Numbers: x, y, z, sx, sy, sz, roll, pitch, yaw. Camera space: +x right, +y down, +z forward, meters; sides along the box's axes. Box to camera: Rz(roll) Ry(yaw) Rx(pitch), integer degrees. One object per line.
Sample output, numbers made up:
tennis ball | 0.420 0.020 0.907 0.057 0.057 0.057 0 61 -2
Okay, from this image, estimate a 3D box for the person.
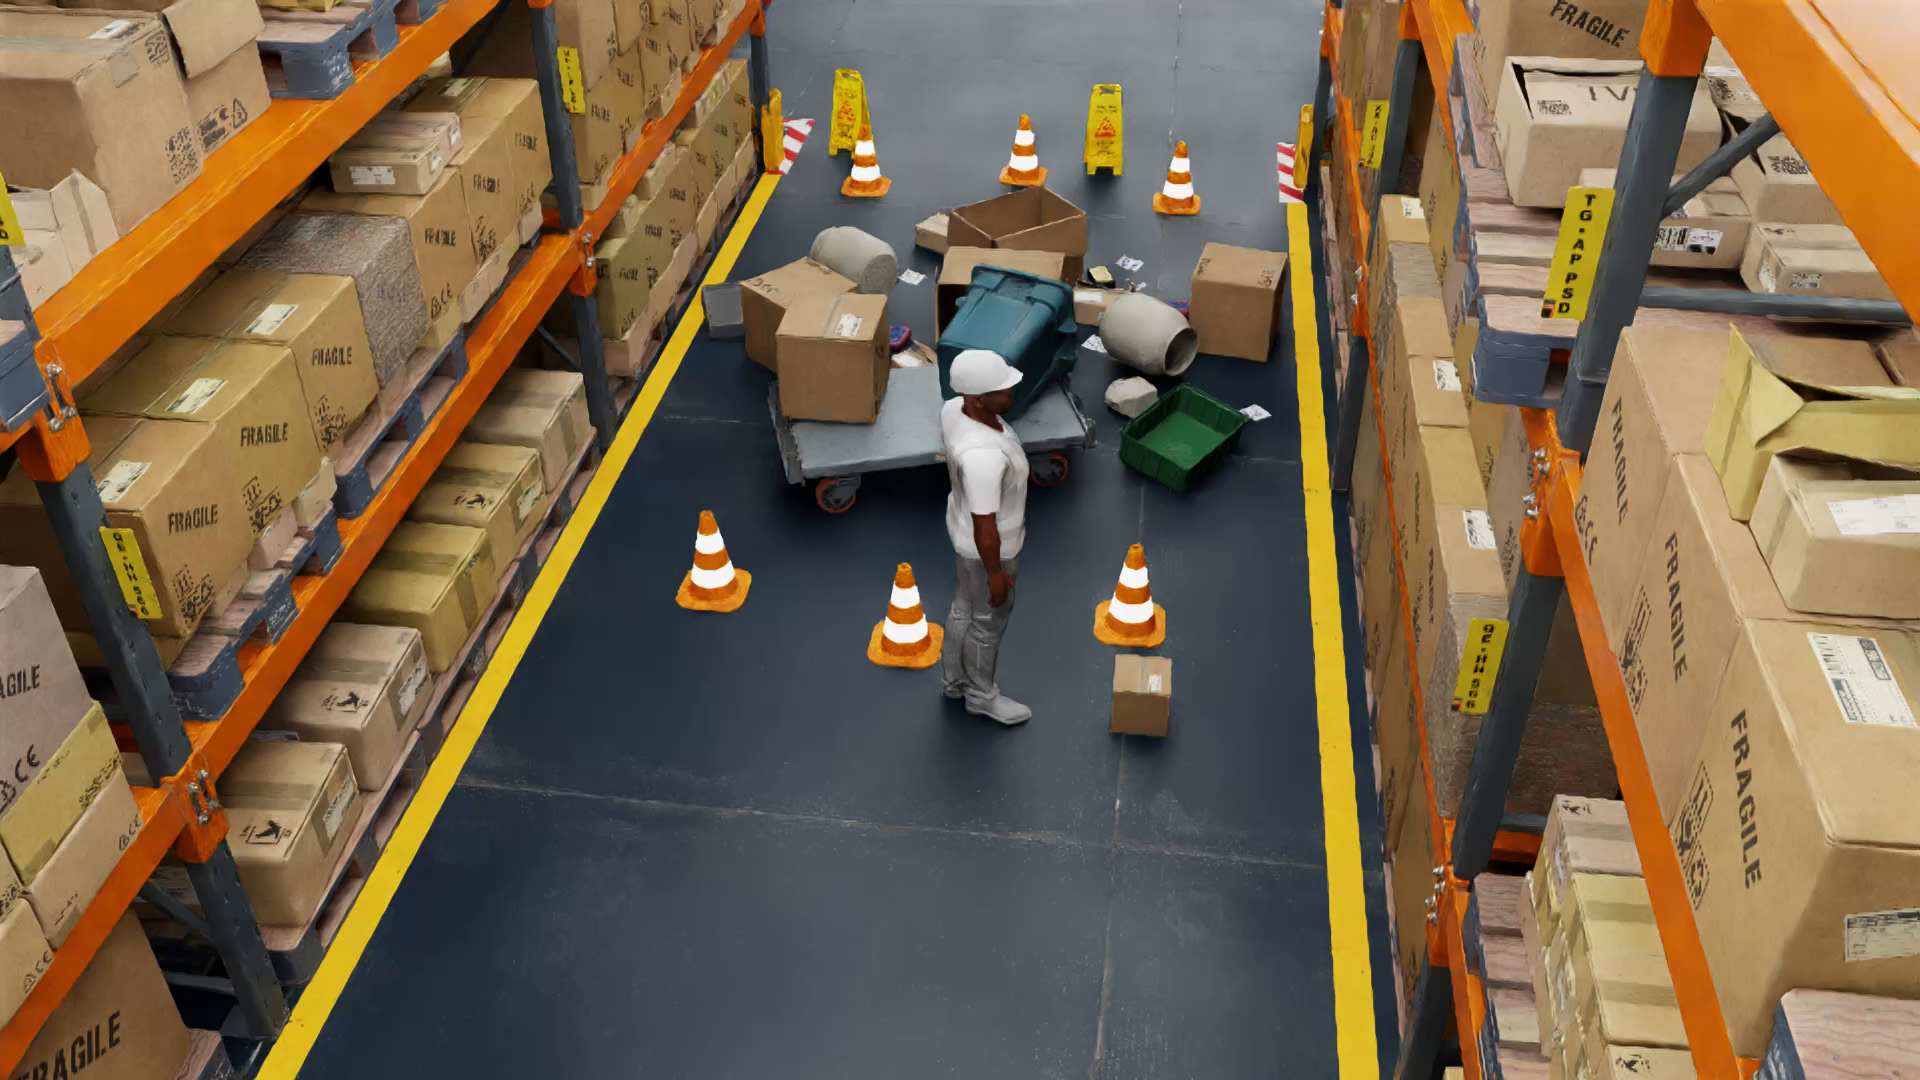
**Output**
person | 0.101 -0.029 7.034 0.379 1.770 0.665 -5 36 -7
